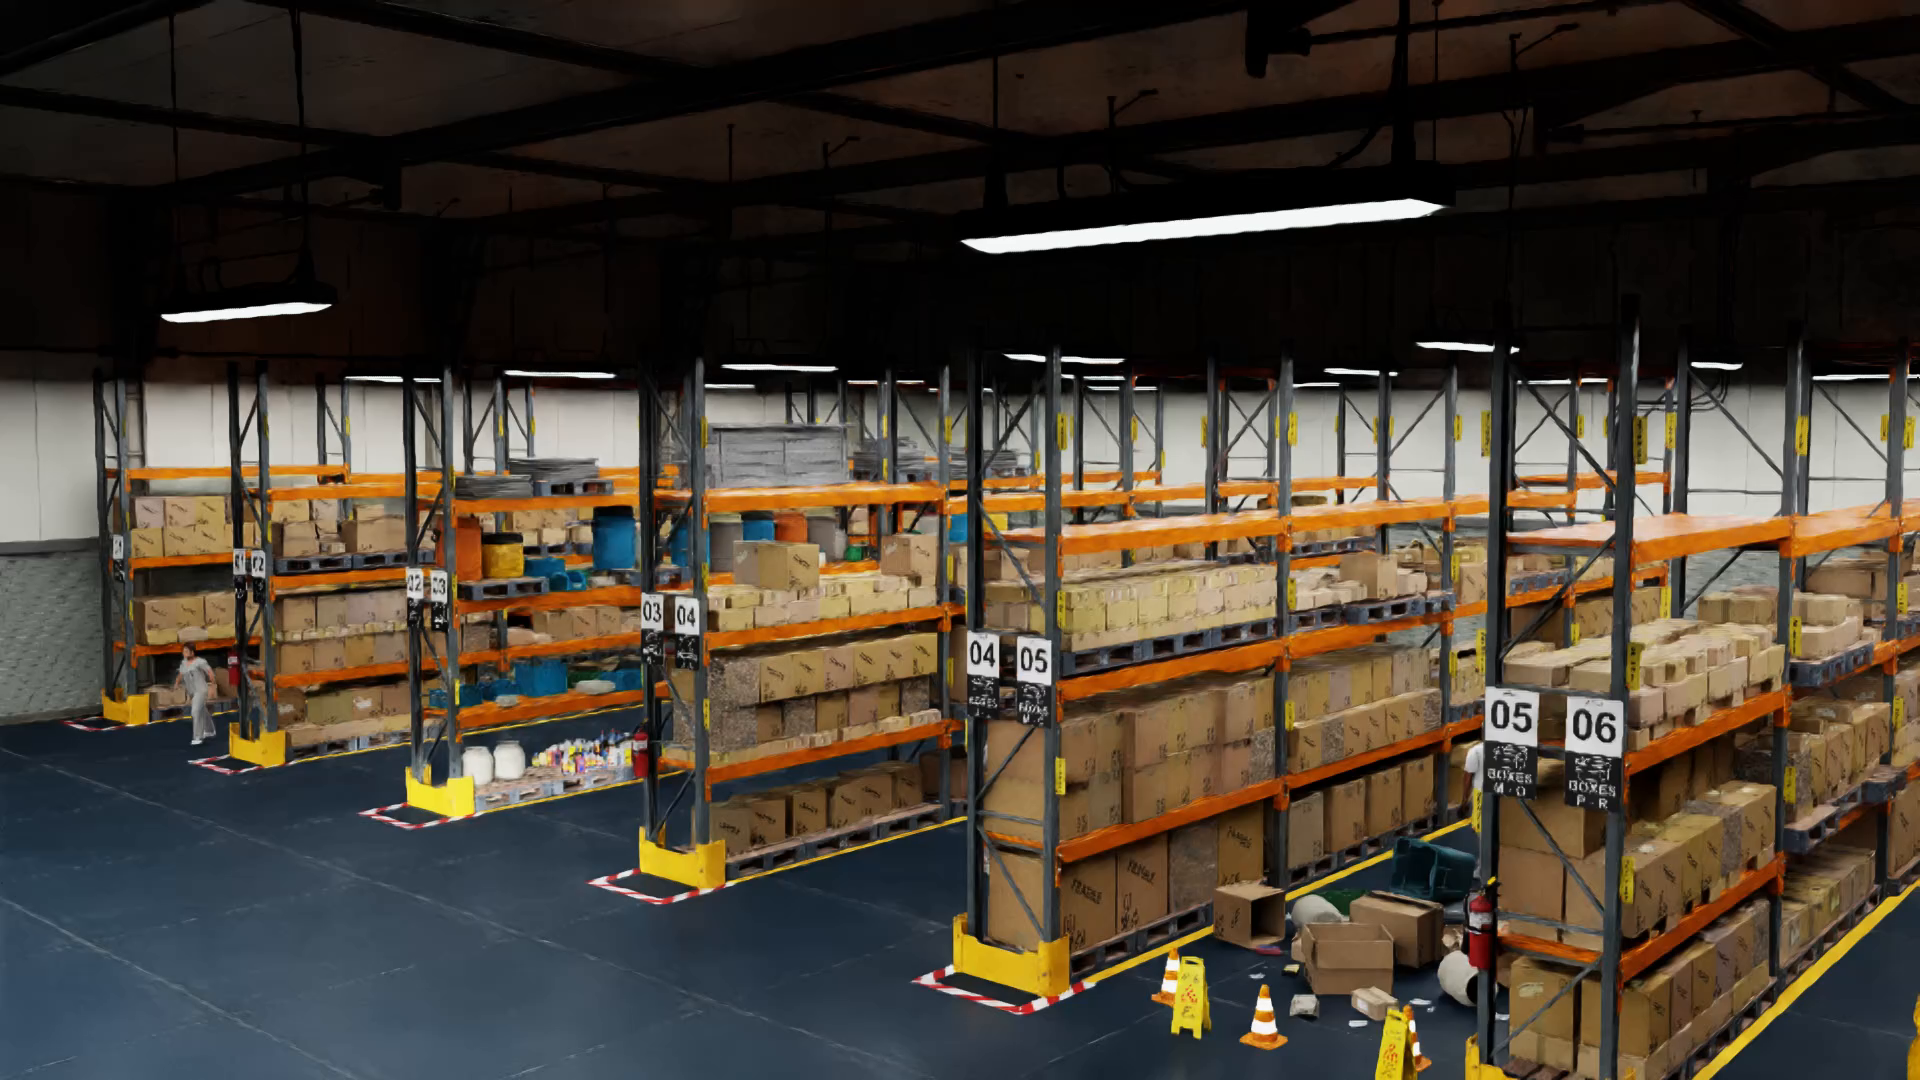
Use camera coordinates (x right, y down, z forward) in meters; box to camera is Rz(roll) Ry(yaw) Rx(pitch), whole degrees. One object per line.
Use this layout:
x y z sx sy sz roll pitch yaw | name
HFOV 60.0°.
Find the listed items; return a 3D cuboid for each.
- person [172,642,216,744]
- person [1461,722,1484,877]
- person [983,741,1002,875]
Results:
-12.110 2.405 26.475 0.609 1.601 0.817 2 5 24 | person
5.967 2.885 18.803 0.673 1.763 0.580 -1 4 -17 | person
0.480 2.863 18.893 0.467 1.789 0.637 1 4 12 | person
